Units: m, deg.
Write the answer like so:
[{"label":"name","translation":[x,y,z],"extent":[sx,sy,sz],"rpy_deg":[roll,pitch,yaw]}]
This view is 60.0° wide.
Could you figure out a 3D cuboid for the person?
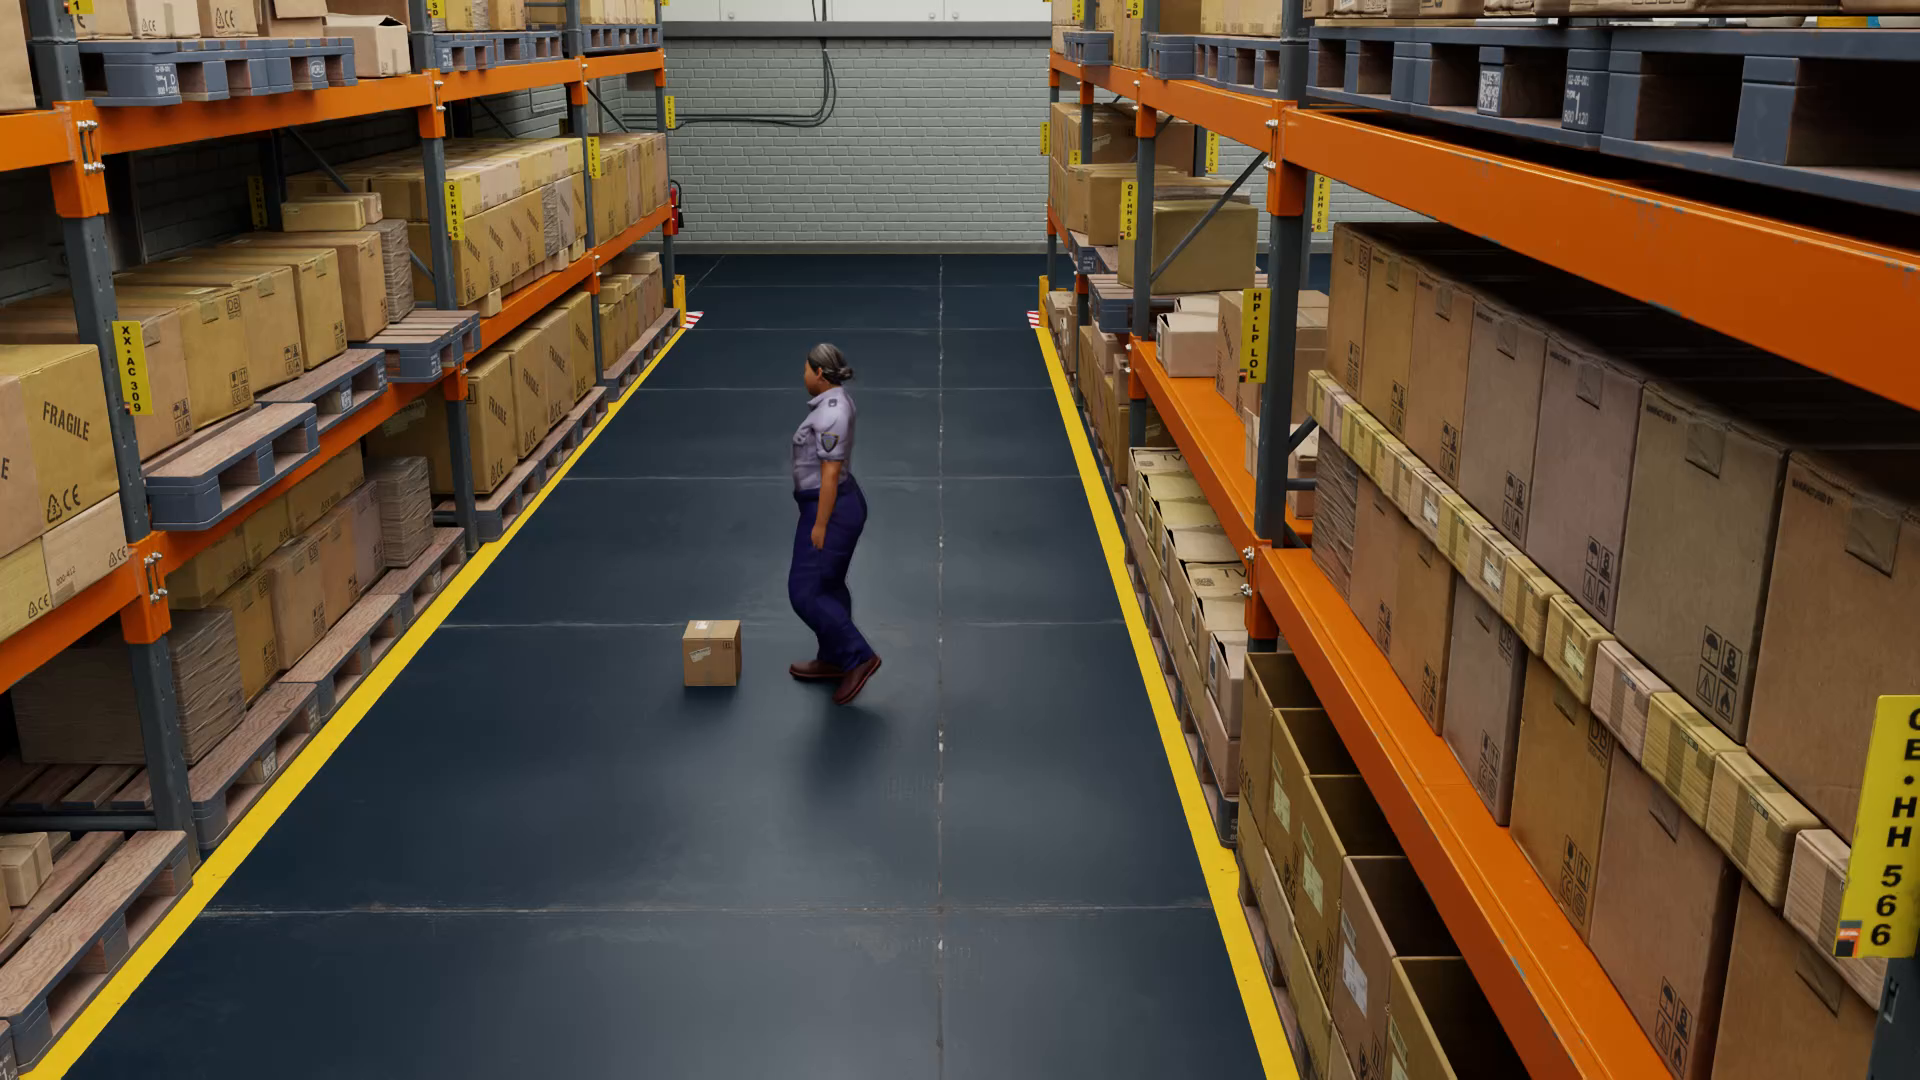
[{"label":"person","translation":[-0.603,-0.084,7.824],"extent":[0.472,1.650,0.569],"rpy_deg":[0,17,1]}]
